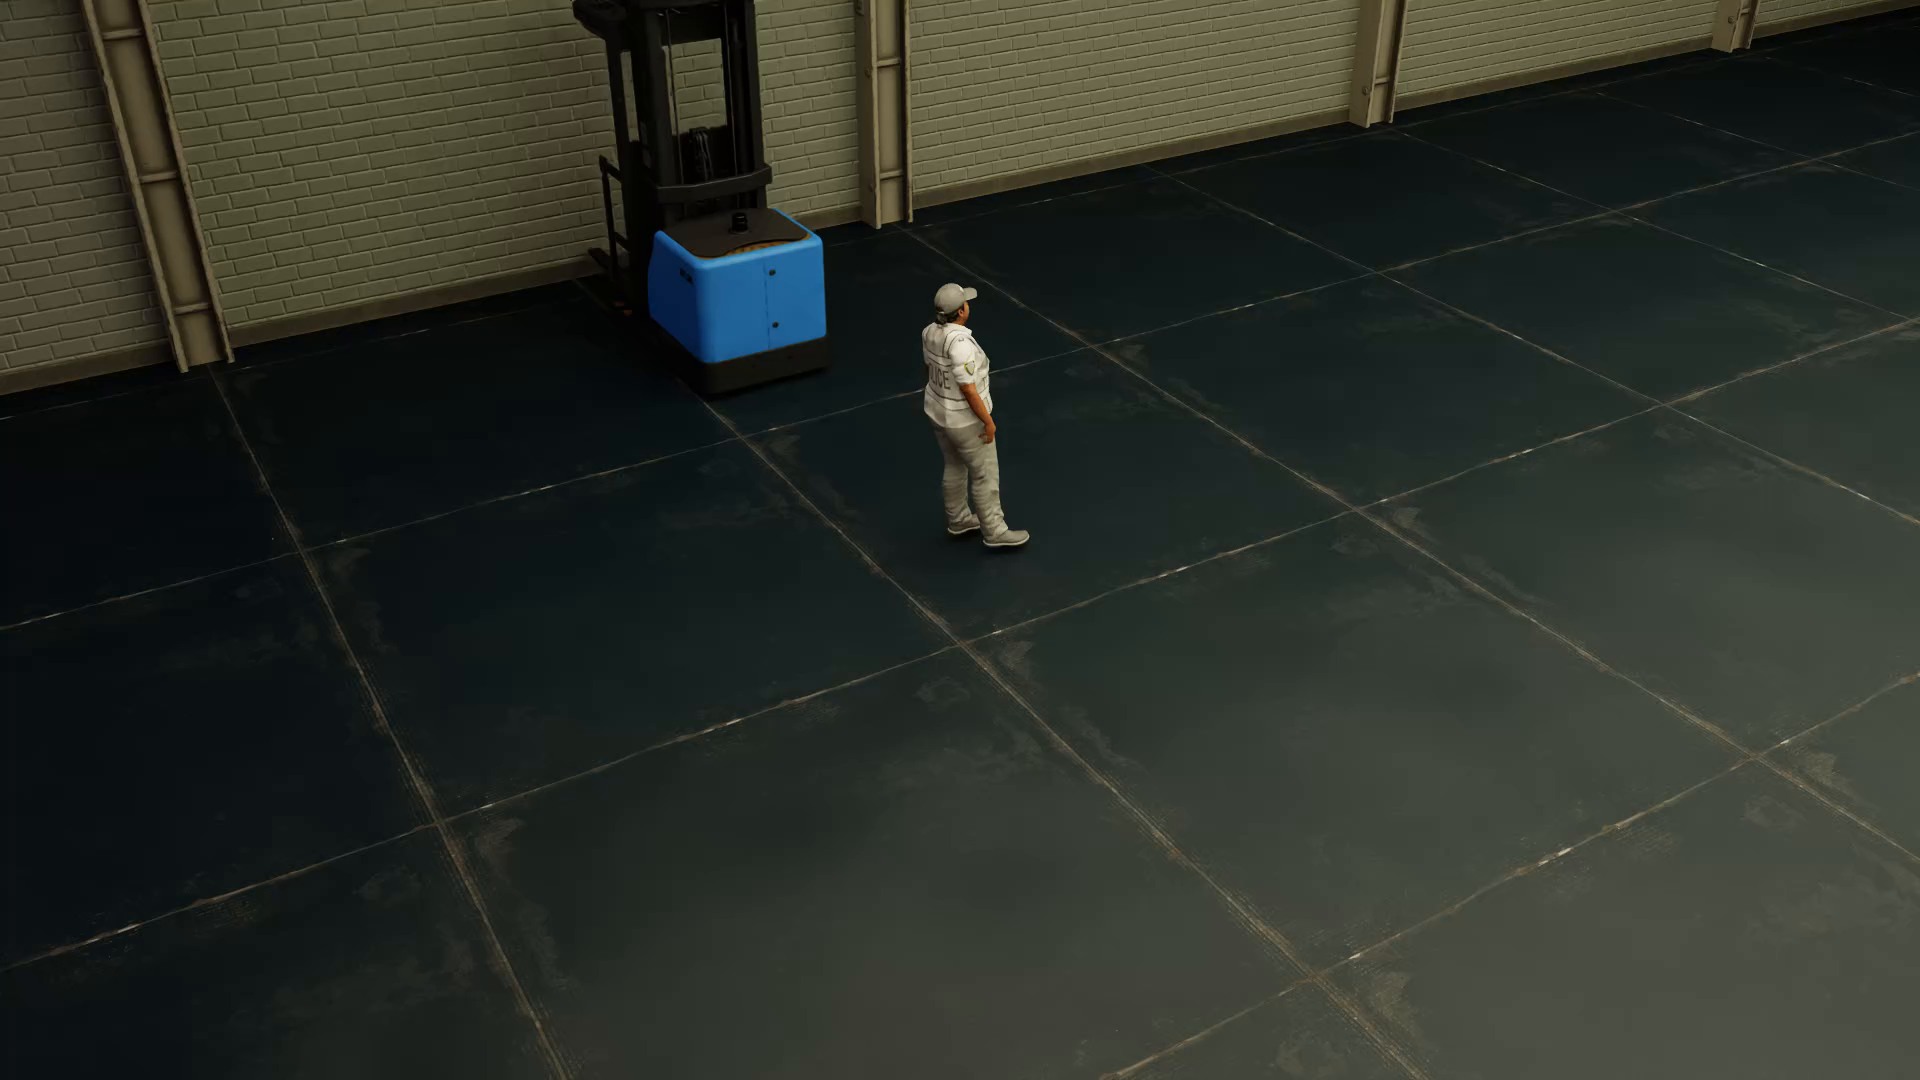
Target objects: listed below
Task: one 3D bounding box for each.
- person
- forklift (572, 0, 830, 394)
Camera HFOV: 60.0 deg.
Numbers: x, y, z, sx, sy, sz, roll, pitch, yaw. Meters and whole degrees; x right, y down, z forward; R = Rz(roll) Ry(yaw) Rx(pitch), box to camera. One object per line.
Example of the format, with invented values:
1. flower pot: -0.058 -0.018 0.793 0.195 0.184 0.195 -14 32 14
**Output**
1. person: 0.077 -0.766 10.065 0.528 1.669 0.599 -17 35 -26
2. forklift: -2.181 -3.048 12.737 1.130 2.935 3.031 -17 35 -27
